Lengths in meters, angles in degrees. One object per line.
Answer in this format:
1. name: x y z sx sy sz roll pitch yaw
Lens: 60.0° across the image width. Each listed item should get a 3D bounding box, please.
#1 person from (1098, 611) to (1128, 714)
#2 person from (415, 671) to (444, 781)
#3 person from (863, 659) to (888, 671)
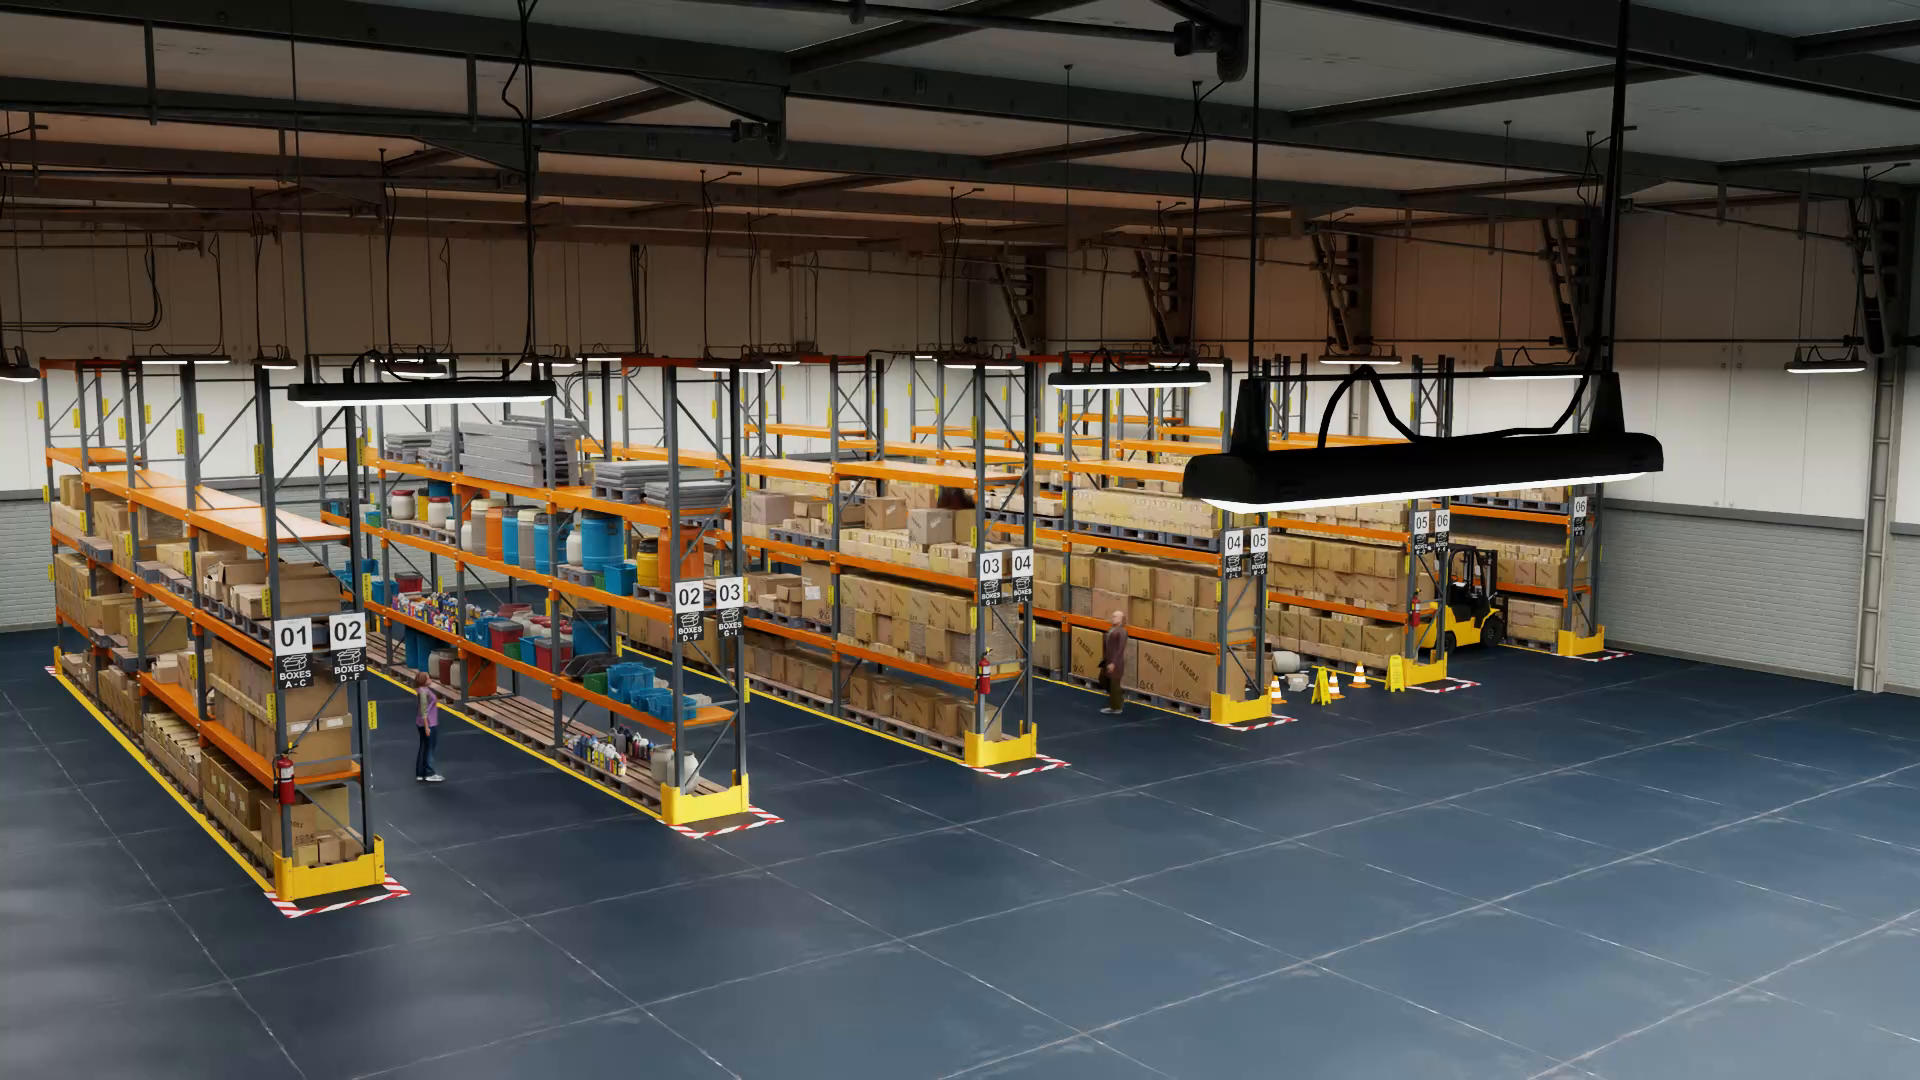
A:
1. person: 2.584 2.072 28.113 0.515 1.770 0.622 0 7 -4
2. person: -7.674 2.674 23.946 0.379 1.608 0.440 -5 9 -37
3. person: -1.659 1.682 32.041 0.987 1.619 0.443 7 10 44
